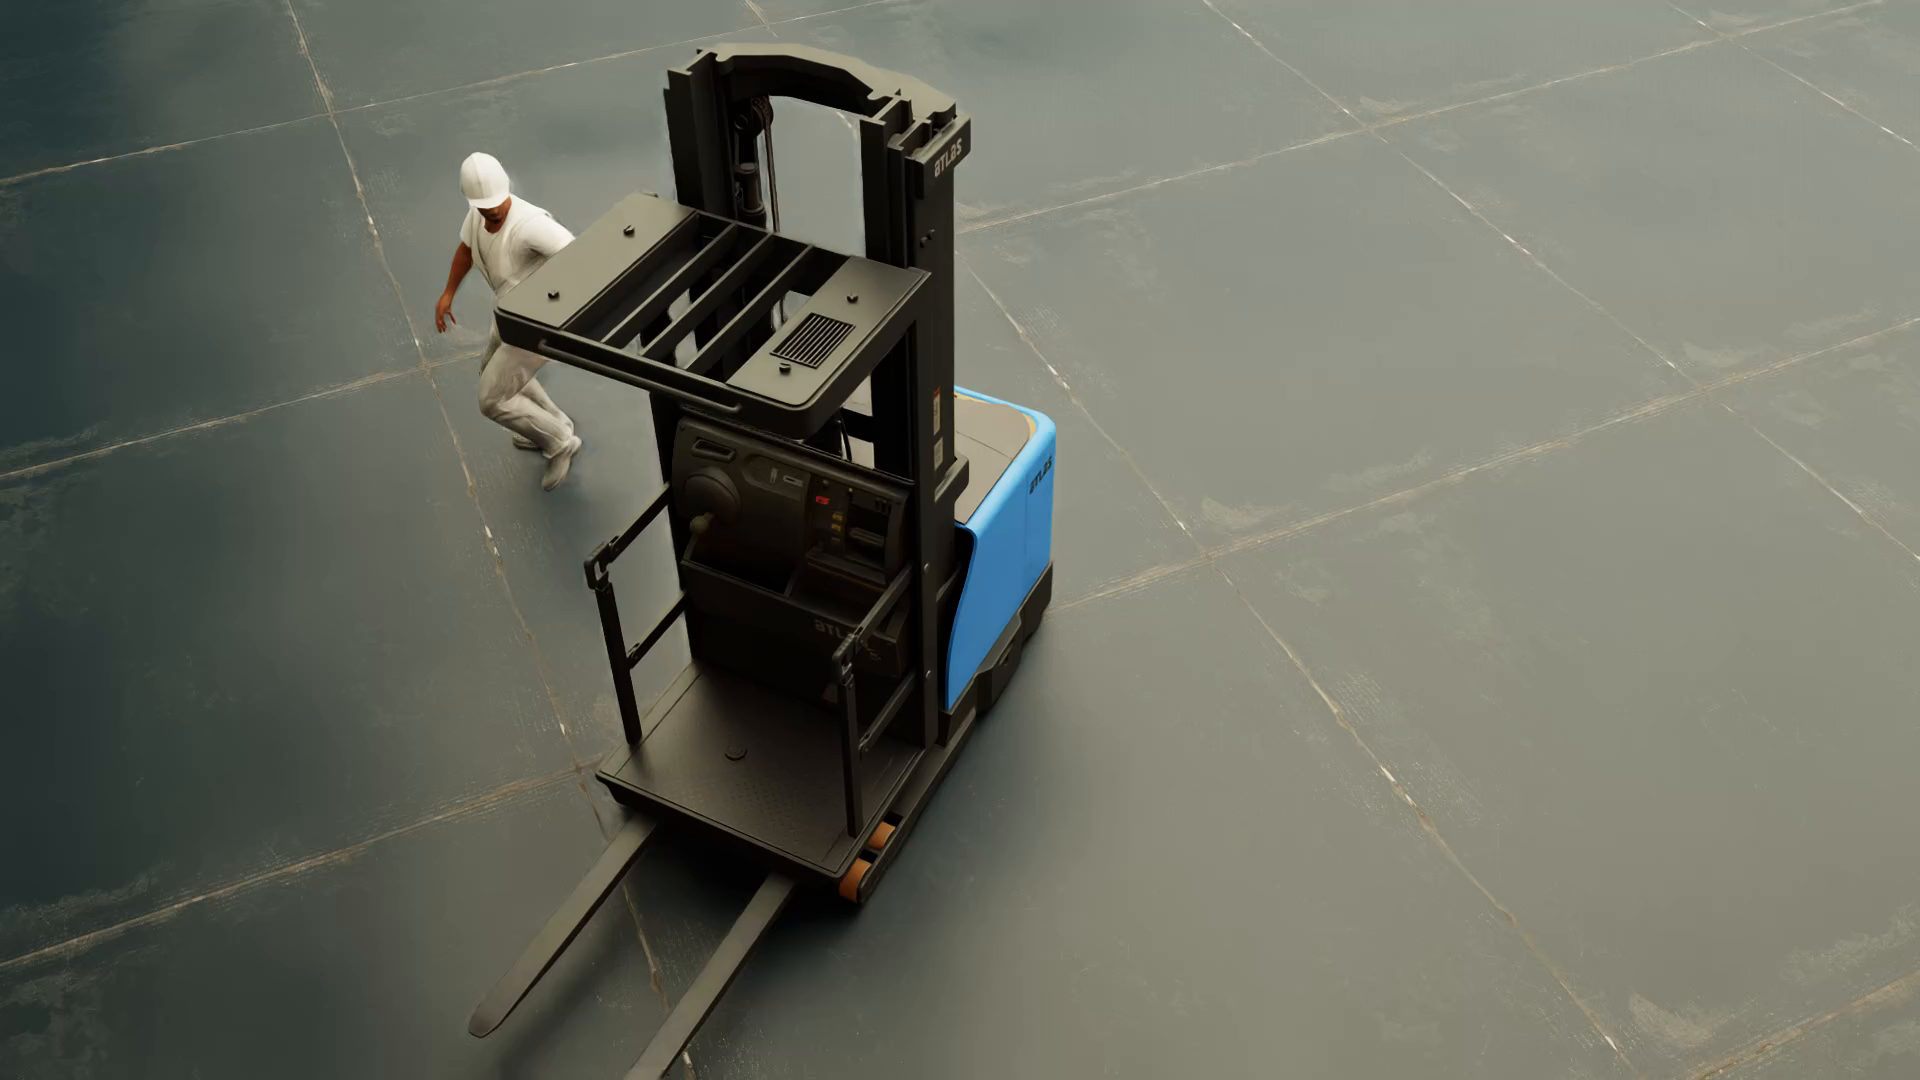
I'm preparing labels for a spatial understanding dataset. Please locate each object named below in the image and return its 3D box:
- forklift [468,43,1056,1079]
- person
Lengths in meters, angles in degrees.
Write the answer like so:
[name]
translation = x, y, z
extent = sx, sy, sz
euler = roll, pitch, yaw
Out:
[forklift]
translation = -0.707, -0.043, 5.726
extent = 1.130, 2.935, 3.031
euler = 19, 46, 19
[person]
translation = -2.038, -1.025, 7.704
extent = 0.693, 1.674, 0.807
euler = -20, 46, -20
